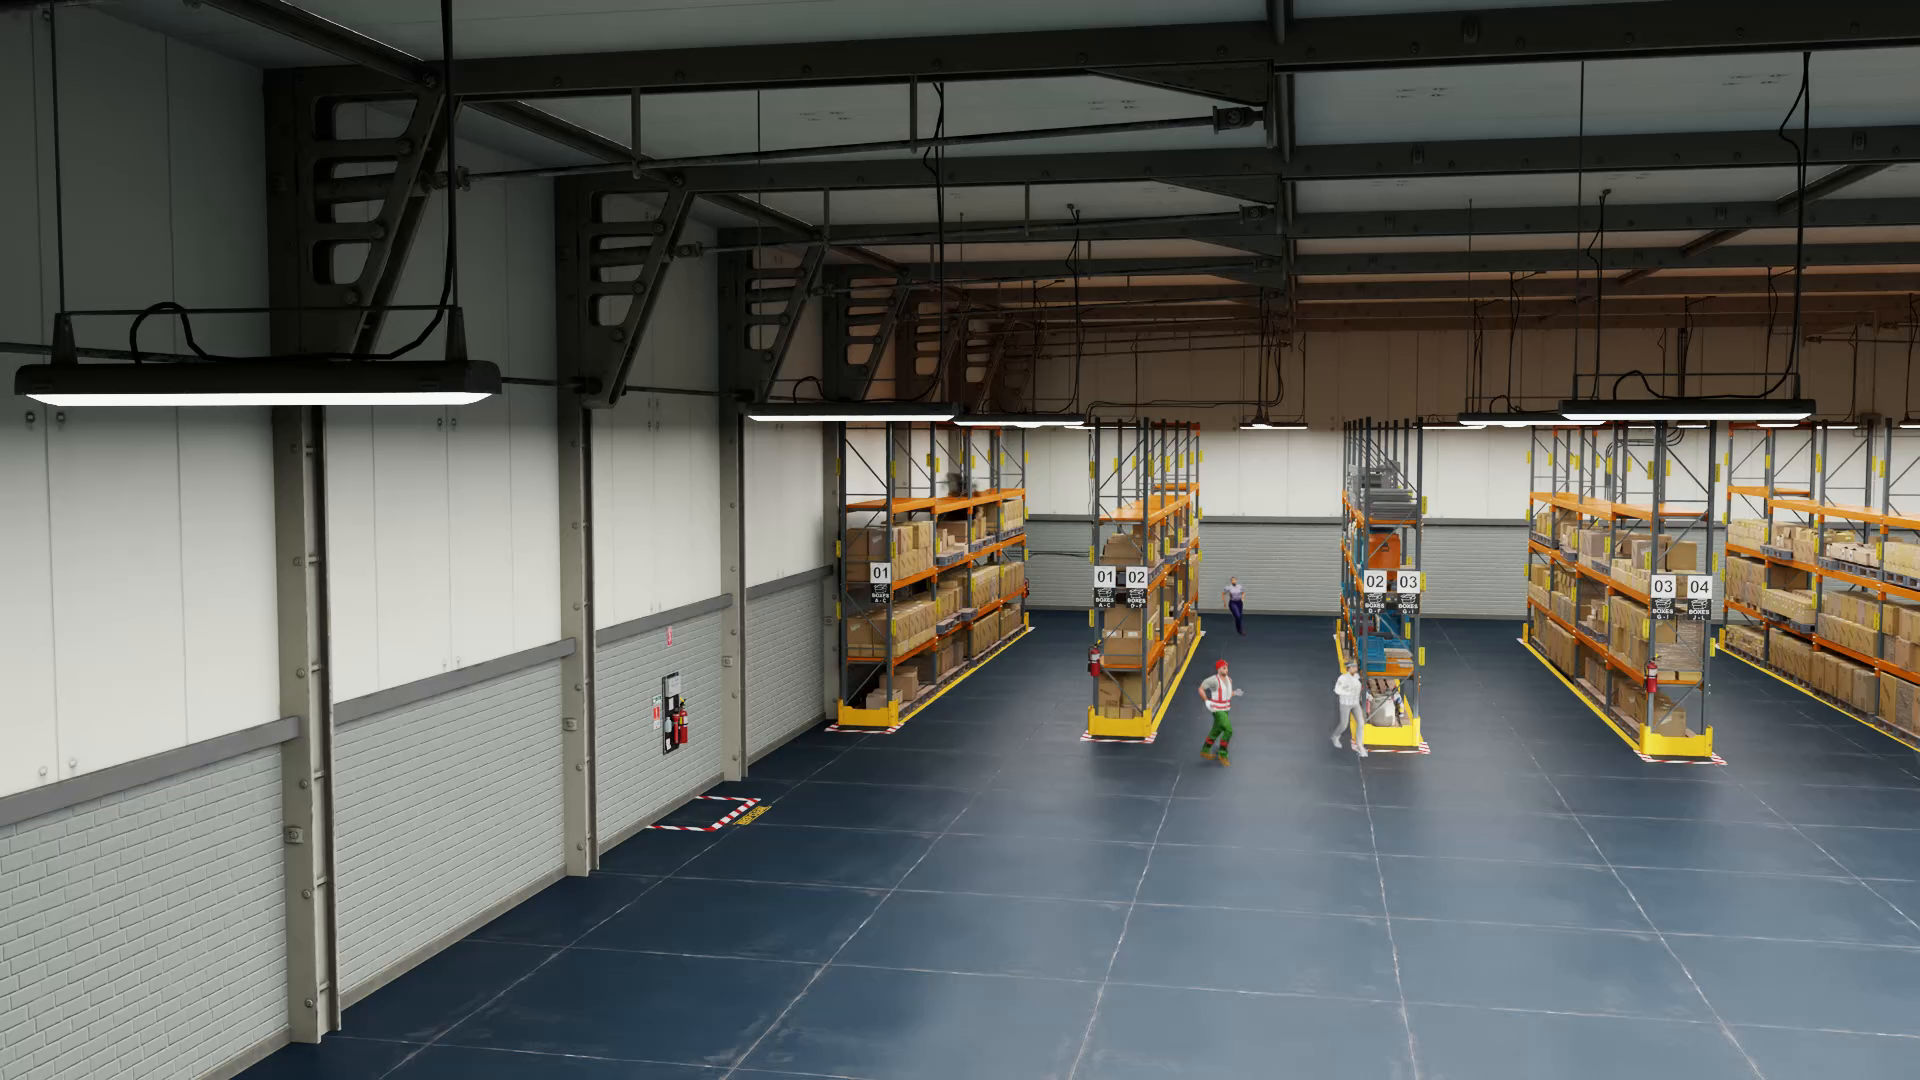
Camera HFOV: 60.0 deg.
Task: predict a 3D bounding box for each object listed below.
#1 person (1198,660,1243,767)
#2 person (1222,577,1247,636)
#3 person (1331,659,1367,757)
[{"bbox_3d":[4.507,2.981,28.710,0.766,1.850,0.615,3,5,40],"label":"person"},{"bbox_3d":[7.776,1.868,46.905,0.678,1.623,0.838,-1,4,-17],"label":"person"},{"bbox_3d":[6.942,2.957,29.663,0.644,1.707,0.907,-1,4,-22],"label":"person"}]
